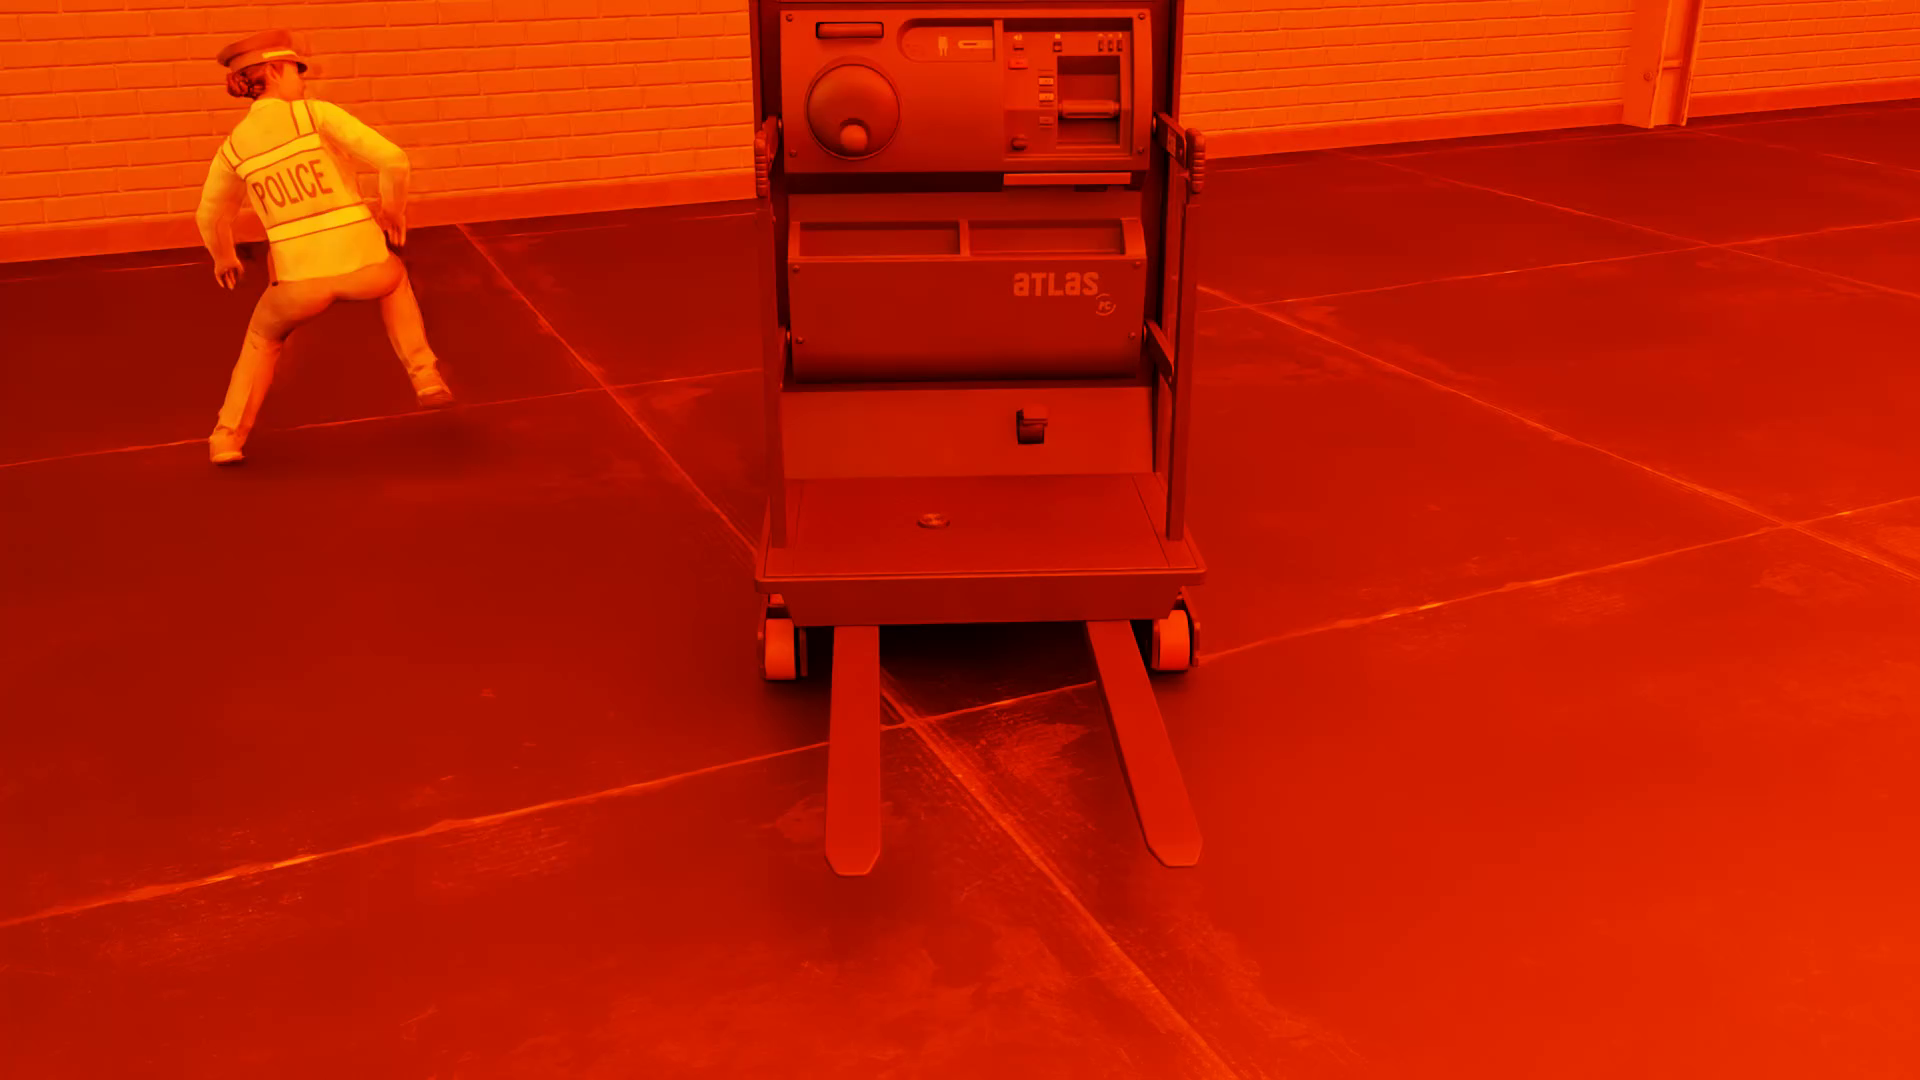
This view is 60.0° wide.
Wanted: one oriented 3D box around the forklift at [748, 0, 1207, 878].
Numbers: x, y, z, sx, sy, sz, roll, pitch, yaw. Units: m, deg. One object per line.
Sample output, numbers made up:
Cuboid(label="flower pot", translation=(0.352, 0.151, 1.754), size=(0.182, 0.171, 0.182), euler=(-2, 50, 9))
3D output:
Cuboid(label="forklift", translation=(0.030, -1.120, 3.982), size=(1.130, 2.935, 3.031), euler=(-1, 23, -3))

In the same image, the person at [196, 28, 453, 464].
Cuboid(label="person", translation=(-2.228, -0.970, 5.652), size=(0.839, 1.470, 0.656), euler=(-5, 23, -13))
